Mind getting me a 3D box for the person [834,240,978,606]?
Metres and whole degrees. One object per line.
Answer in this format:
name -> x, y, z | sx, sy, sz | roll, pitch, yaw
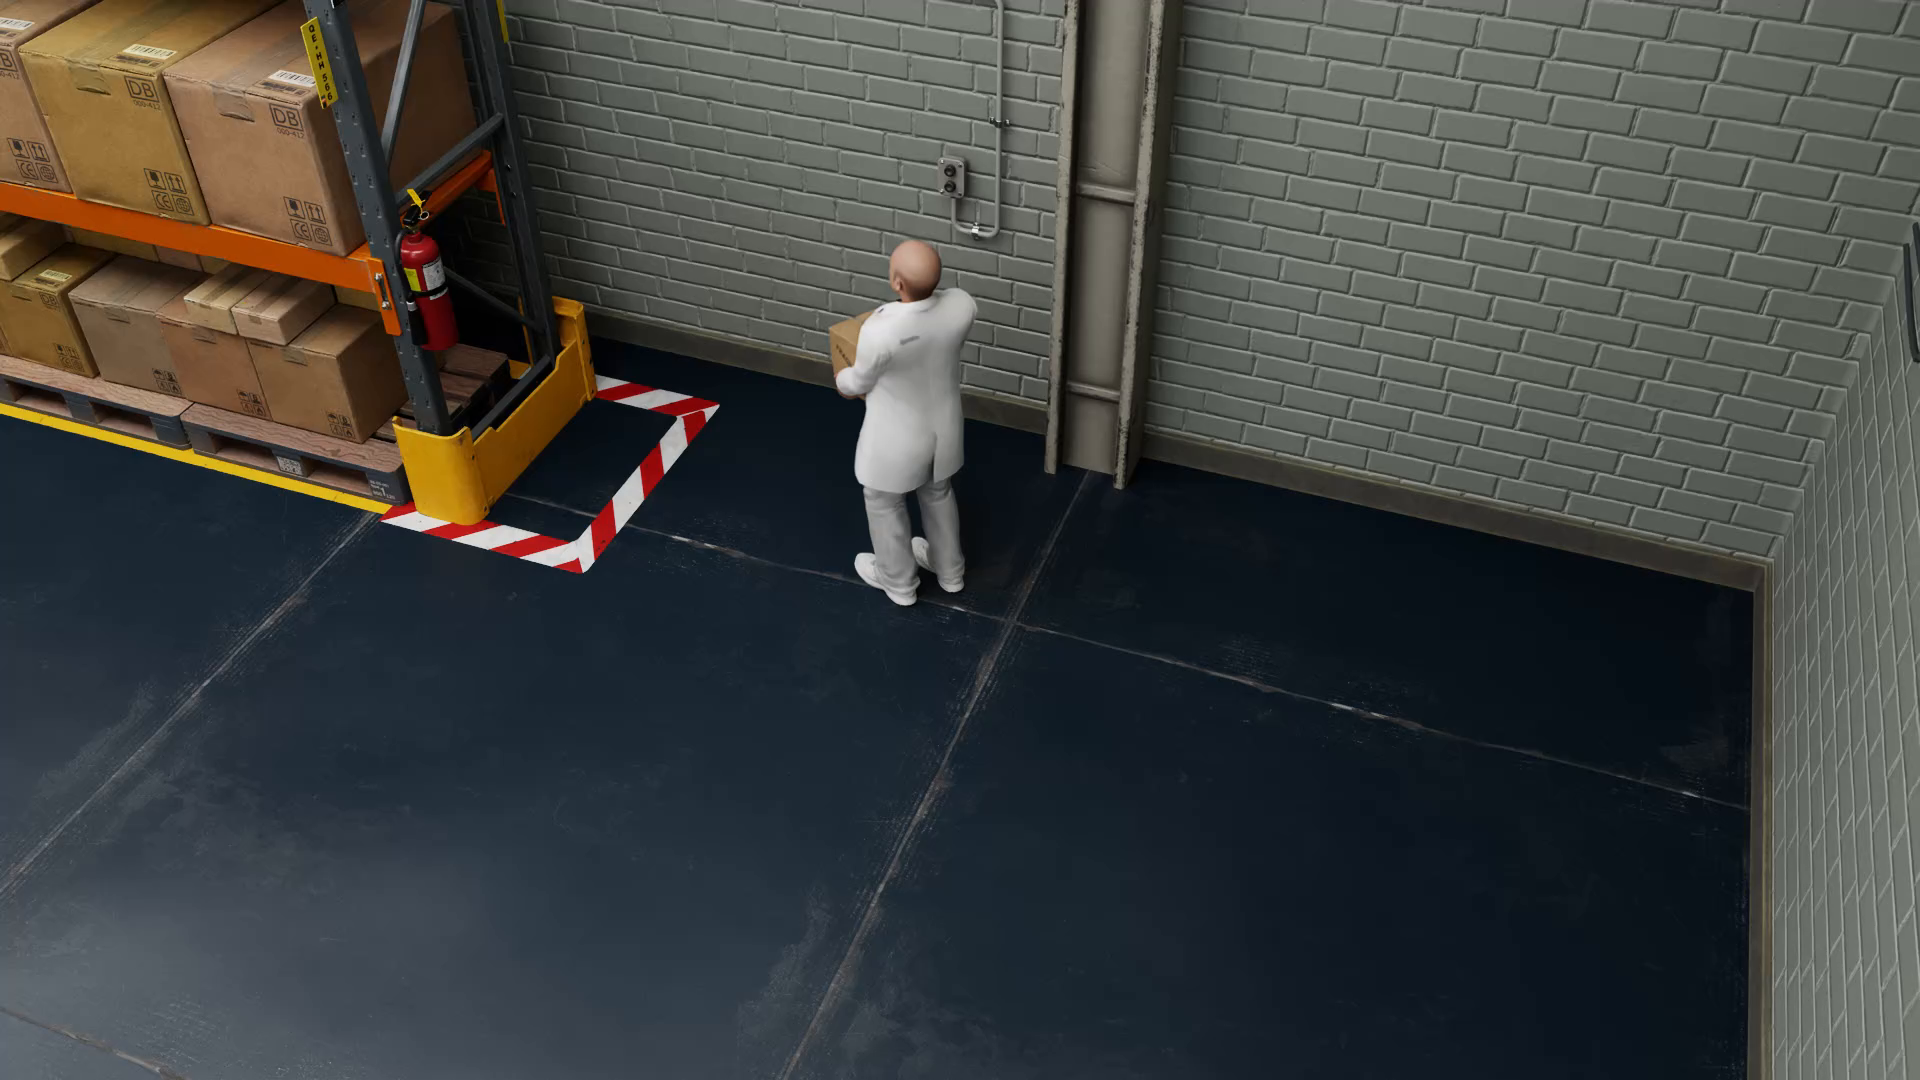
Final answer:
person -> -0.250, -0.511, 6.763 | 0.530, 1.769, 0.555 | -26, 47, -27
